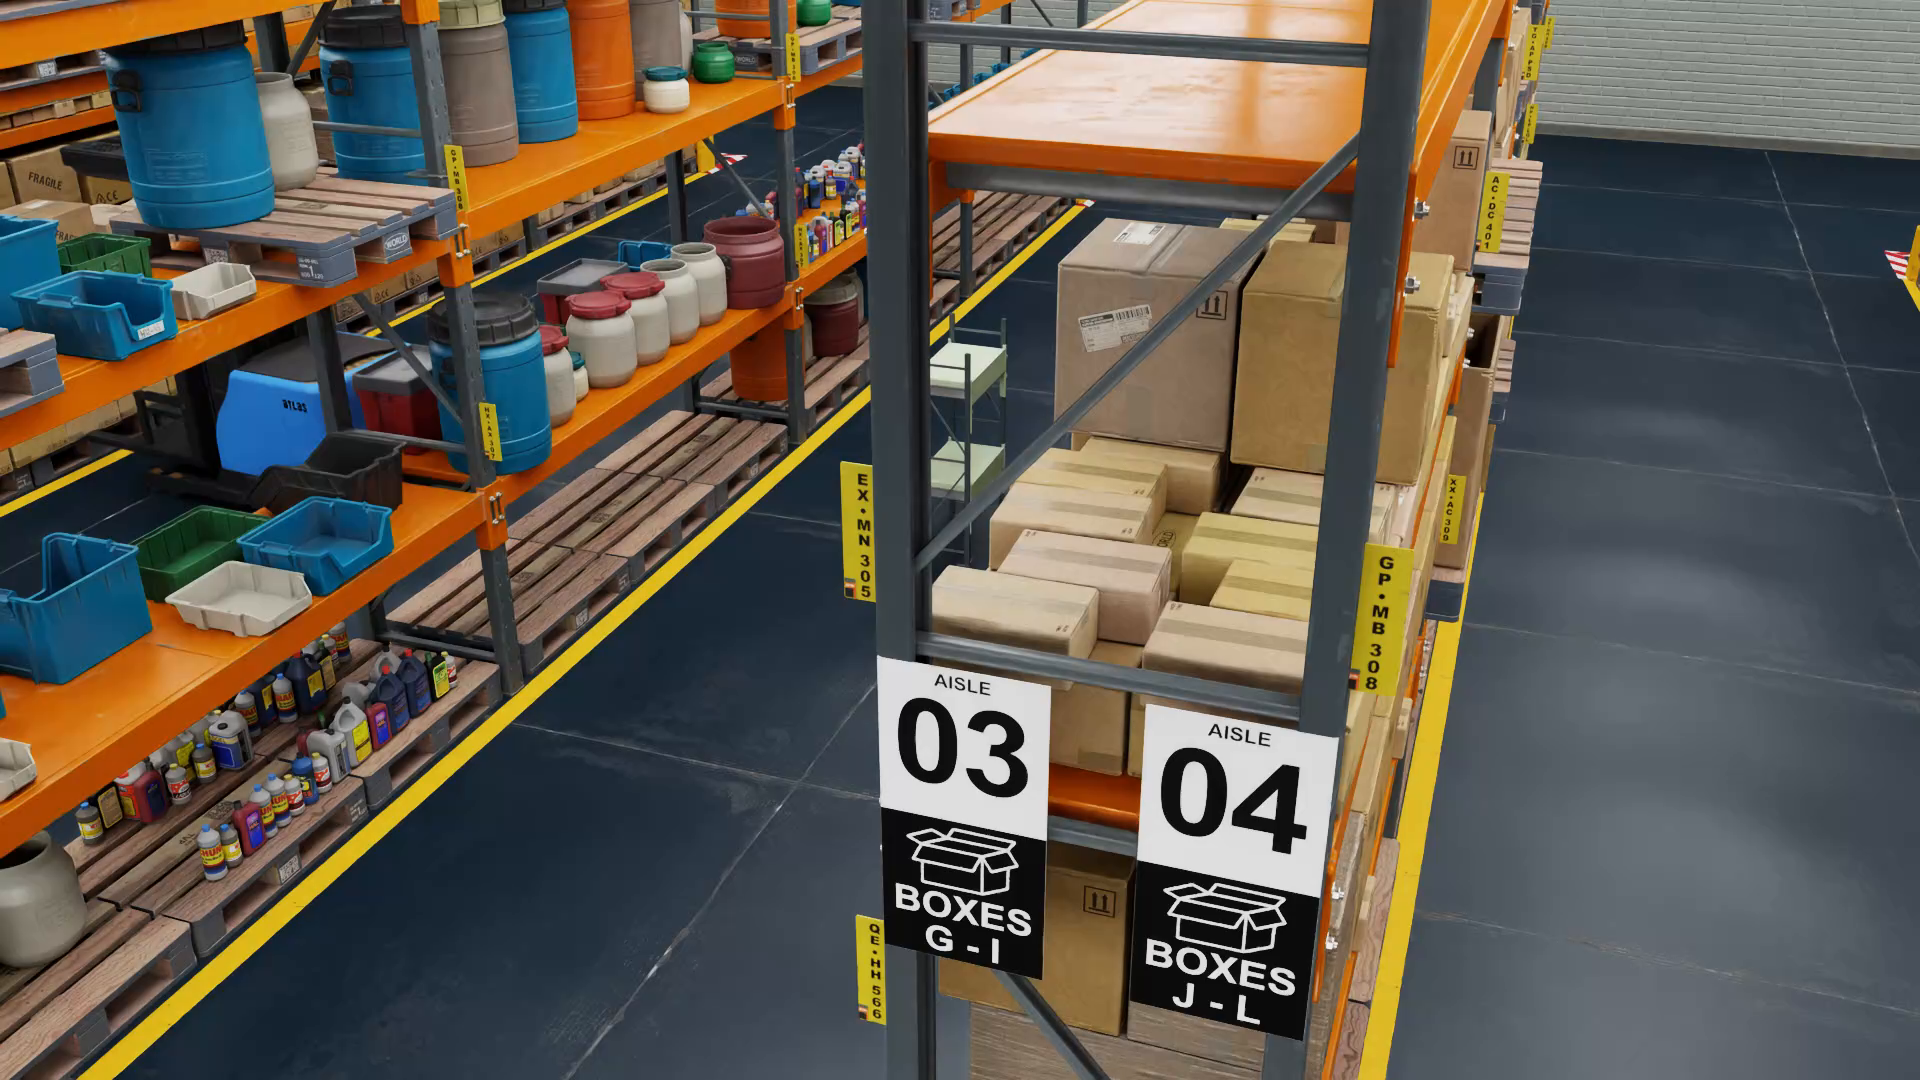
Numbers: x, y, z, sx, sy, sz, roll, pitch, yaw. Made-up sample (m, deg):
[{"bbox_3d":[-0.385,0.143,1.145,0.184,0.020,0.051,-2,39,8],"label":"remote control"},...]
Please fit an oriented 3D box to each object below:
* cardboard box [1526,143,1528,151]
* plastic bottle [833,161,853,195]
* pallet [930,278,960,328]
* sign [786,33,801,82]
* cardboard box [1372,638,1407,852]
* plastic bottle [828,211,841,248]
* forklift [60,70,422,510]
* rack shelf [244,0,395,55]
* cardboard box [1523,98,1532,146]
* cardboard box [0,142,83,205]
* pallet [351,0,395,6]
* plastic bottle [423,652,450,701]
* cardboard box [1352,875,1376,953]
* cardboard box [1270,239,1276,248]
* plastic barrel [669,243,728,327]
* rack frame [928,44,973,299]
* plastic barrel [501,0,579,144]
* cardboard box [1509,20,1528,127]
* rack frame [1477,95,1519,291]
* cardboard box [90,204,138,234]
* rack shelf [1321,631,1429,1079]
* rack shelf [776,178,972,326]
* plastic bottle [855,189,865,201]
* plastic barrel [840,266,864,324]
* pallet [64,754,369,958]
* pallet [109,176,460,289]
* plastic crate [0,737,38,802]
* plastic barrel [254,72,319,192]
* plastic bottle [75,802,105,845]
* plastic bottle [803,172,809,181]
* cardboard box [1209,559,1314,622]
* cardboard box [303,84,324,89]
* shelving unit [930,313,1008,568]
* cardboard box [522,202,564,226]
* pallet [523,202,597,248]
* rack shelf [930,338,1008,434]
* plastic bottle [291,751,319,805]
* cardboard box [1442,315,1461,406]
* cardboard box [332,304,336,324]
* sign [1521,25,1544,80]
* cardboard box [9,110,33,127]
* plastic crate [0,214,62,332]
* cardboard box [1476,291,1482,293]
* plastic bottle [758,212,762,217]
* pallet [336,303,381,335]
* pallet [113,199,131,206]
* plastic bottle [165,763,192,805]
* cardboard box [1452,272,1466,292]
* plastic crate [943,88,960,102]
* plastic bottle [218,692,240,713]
[{"bbox_3d":[5.401,-3.918,16.411,0.380,0.149,0.250,9,27,18],"label":"cardboard box"},{"bbox_3d":[-1.046,-3.233,14.850,0.152,0.276,0.135,9,27,17],"label":"plastic bottle"},{"bbox_3d":[-0.664,-2.260,15.899,1.003,0.211,1.213,9,27,17],"label":"pallet"},{"bbox_3d":[-1.178,-3.408,11.749,0.100,0.325,0.005,9,27,17],"label":"sign"},{"bbox_3d":[1.087,0.598,5.193,0.500,0.500,0.500,9,27,17],"label":"cardboard box"},{"bbox_3d":[-1.009,-2.499,13.327,0.061,0.283,0.133,9,27,17],"label":"plastic bottle"},{"bbox_3d":[-5.437,-1.838,11.906,3.031,2.935,1.130,12,28,23],"label":"forklift"},{"bbox_3d":[-5.704,-4.750,15.226,1.077,0.370,4.000,9,27,17],"label":"rack shelf"},{"bbox_3d":[4.874,-3.873,15.000,0.500,0.500,0.500,9,27,17],"label":"cardboard box"},{"bbox_3d":[-10.097,-3.832,17.932,0.750,0.750,0.750,10,27,19],"label":"cardboard box"},{"bbox_3d":[-5.663,-5.127,15.394,1.213,0.211,1.003,9,27,17],"label":"pallet"},{"bbox_3d":[-2.879,0.732,9.132,0.061,0.283,0.133,10,28,20],"label":"plastic bottle"},{"bbox_3d":[1.220,1.252,5.734,0.380,0.149,0.250,9,27,17],"label":"cardboard box"},{"bbox_3d":[1.217,-1.074,6.522,0.380,0.149,0.250,7,27,15],"label":"cardboard box"},{"bbox_3d":[-1.840,-1.779,11.577,0.421,0.512,0.421,0,26,0],"label":"plastic barrel"},{"bbox_3d":[-0.368,-3.826,15.934,1.000,3.000,0.127,9,27,17],"label":"rack frame"},{"bbox_3d":[-2.631,-2.892,9.987,0.600,0.901,0.708,9,27,17],"label":"plastic barrel"},{"bbox_3d":[2.888,-2.639,9.352,0.500,0.500,0.500,9,27,17],"label":"cardboard box"},{"bbox_3d":[2.971,-1.464,11.055,1.000,3.000,0.127,9,27,17],"label":"rack frame"},{"bbox_3d":[-6.849,-2.522,13.344,0.500,0.311,0.500,8,27,17],"label":"cardboard box"},{"bbox_3d":[0.975,1.326,6.119,1.077,0.370,4.000,9,27,17],"label":"rack shelf"},{"bbox_3d":[-1.034,-2.680,14.393,1.077,0.370,4.000,9,27,17],"label":"rack shelf"},{"bbox_3d":[-0.789,-2.827,14.013,0.152,0.276,0.135,9,27,17],"label":"plastic bottle"},{"bbox_3d":[-1.073,-2.164,14.874,0.421,0.512,0.421,0,26,0],"label":"plastic barrel"},{"bbox_3d":[-3.697,1.490,8.155,1.003,0.211,1.213,9,27,17],"label":"pallet"},{"bbox_3d":[-3.178,-1.493,7.889,1.213,0.211,1.003,9,27,17],"label":"pallet"},{"bbox_3d":[-3.760,0.903,6.469,0.298,0.136,0.250,9,27,17],"label":"plastic crate"},{"bbox_3d":[-3.359,-1.979,8.067,0.421,0.512,0.421,0,26,0],"label":"plastic barrel"},{"bbox_3d":[-4.164,1.349,7.952,0.097,0.201,0.097,0,26,0],"label":"plastic bottle"},{"bbox_3d":[-1.364,-3.074,14.527,0.097,0.271,0.097,0,26,0],"label":"plastic bottle"},{"bbox_3d":[0.796,0.190,3.913,0.380,0.149,0.250,9,27,19],"label":"cardboard box"},{"bbox_3d":[-8.389,-5.881,21.820,0.380,0.149,0.250,8,27,17],"label":"cardboard box"},{"bbox_3d":[-0.002,-0.672,11.141,0.431,1.500,0.755,9,27,17],"label":"shelving unit"},{"bbox_3d":[-4.694,-3.675,18.202,0.500,0.311,0.500,9,27,17],"label":"cardboard box"},{"bbox_3d":[-4.809,-3.573,18.611,1.003,0.211,1.213,9,27,17],"label":"pallet"},{"bbox_3d":[-0.002,-1.024,10.971,0.431,0.370,0.720,9,27,17],"label":"rack shelf"},{"bbox_3d":[-3.249,1.170,8.240,0.097,0.271,0.097,0,26,0],"label":"plastic bottle"},{"bbox_3d":[1.551,-0.664,6.134,0.500,0.250,0.500,9,27,19],"label":"cardboard box"},{"bbox_3d":[-5.948,-2.121,14.775,0.500,0.500,0.500,10,28,20],"label":"cardboard box"},{"bbox_3d":[3.482,-2.967,10.124,0.100,0.325,0.005,9,27,17],"label":"sign"},{"bbox_3d":[-10.020,-4.463,17.514,0.380,0.149,0.250,8,27,16],"label":"cardboard box"},{"bbox_3d":[-4.011,-1.065,6.807,0.392,0.384,0.575,9,27,17],"label":"plastic crate"},{"bbox_3d":[2.738,-1.226,9.968,0.700,0.500,0.500,13,29,25],"label":"cardboard box"},{"bbox_3d":[-1.673,-2.660,13.754,0.097,0.201,0.097,0,26,0],"label":"plastic bottle"},{"bbox_3d":[-6.085,-1.948,15.255,1.003,0.211,1.213,9,27,17],"label":"pallet"},{"bbox_3d":[-9.896,-3.680,18.831,1.003,0.211,1.213,9,27,17],"label":"pallet"},{"bbox_3d":[-3.884,1.202,8.254,0.097,0.201,0.097,0,26,0],"label":"plastic bottle"},{"bbox_3d":[1.805,-1.107,6.590,0.380,0.149,0.250,10,27,19],"label":"cardboard box"},{"bbox_3d":[0.032,-4.703,17.869,0.416,0.233,0.300,9,27,17],"label":"plastic crate"},{"bbox_3d":[-3.847,0.897,8.791,0.061,0.283,0.133,10,28,20],"label":"plastic bottle"}]
